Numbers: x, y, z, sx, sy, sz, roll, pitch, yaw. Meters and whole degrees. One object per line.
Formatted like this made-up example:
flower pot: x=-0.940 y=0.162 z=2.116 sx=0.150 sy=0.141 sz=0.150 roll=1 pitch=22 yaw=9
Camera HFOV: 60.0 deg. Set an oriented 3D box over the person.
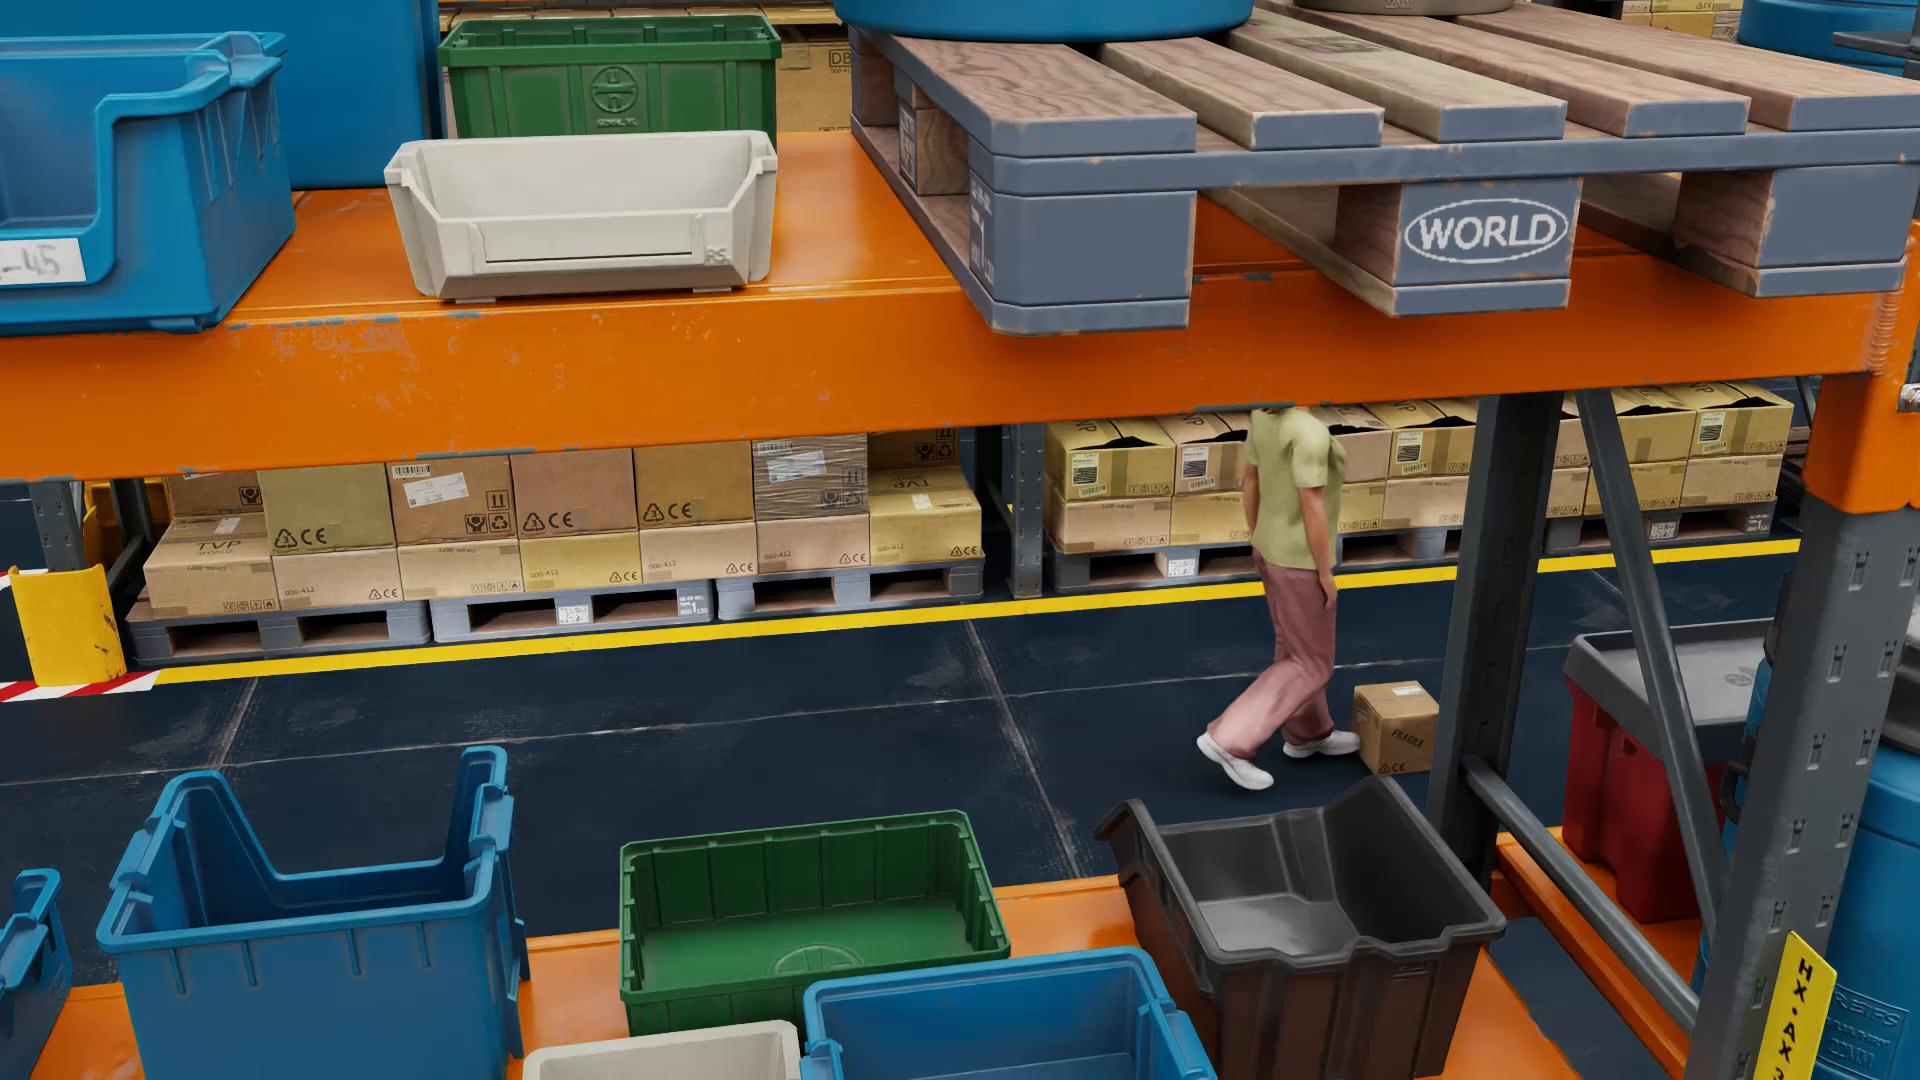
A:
person: x=1.190 y=0.073 z=5.897 sx=0.705 sy=1.669 sz=0.486 roll=-4 pitch=24 yaw=-9
